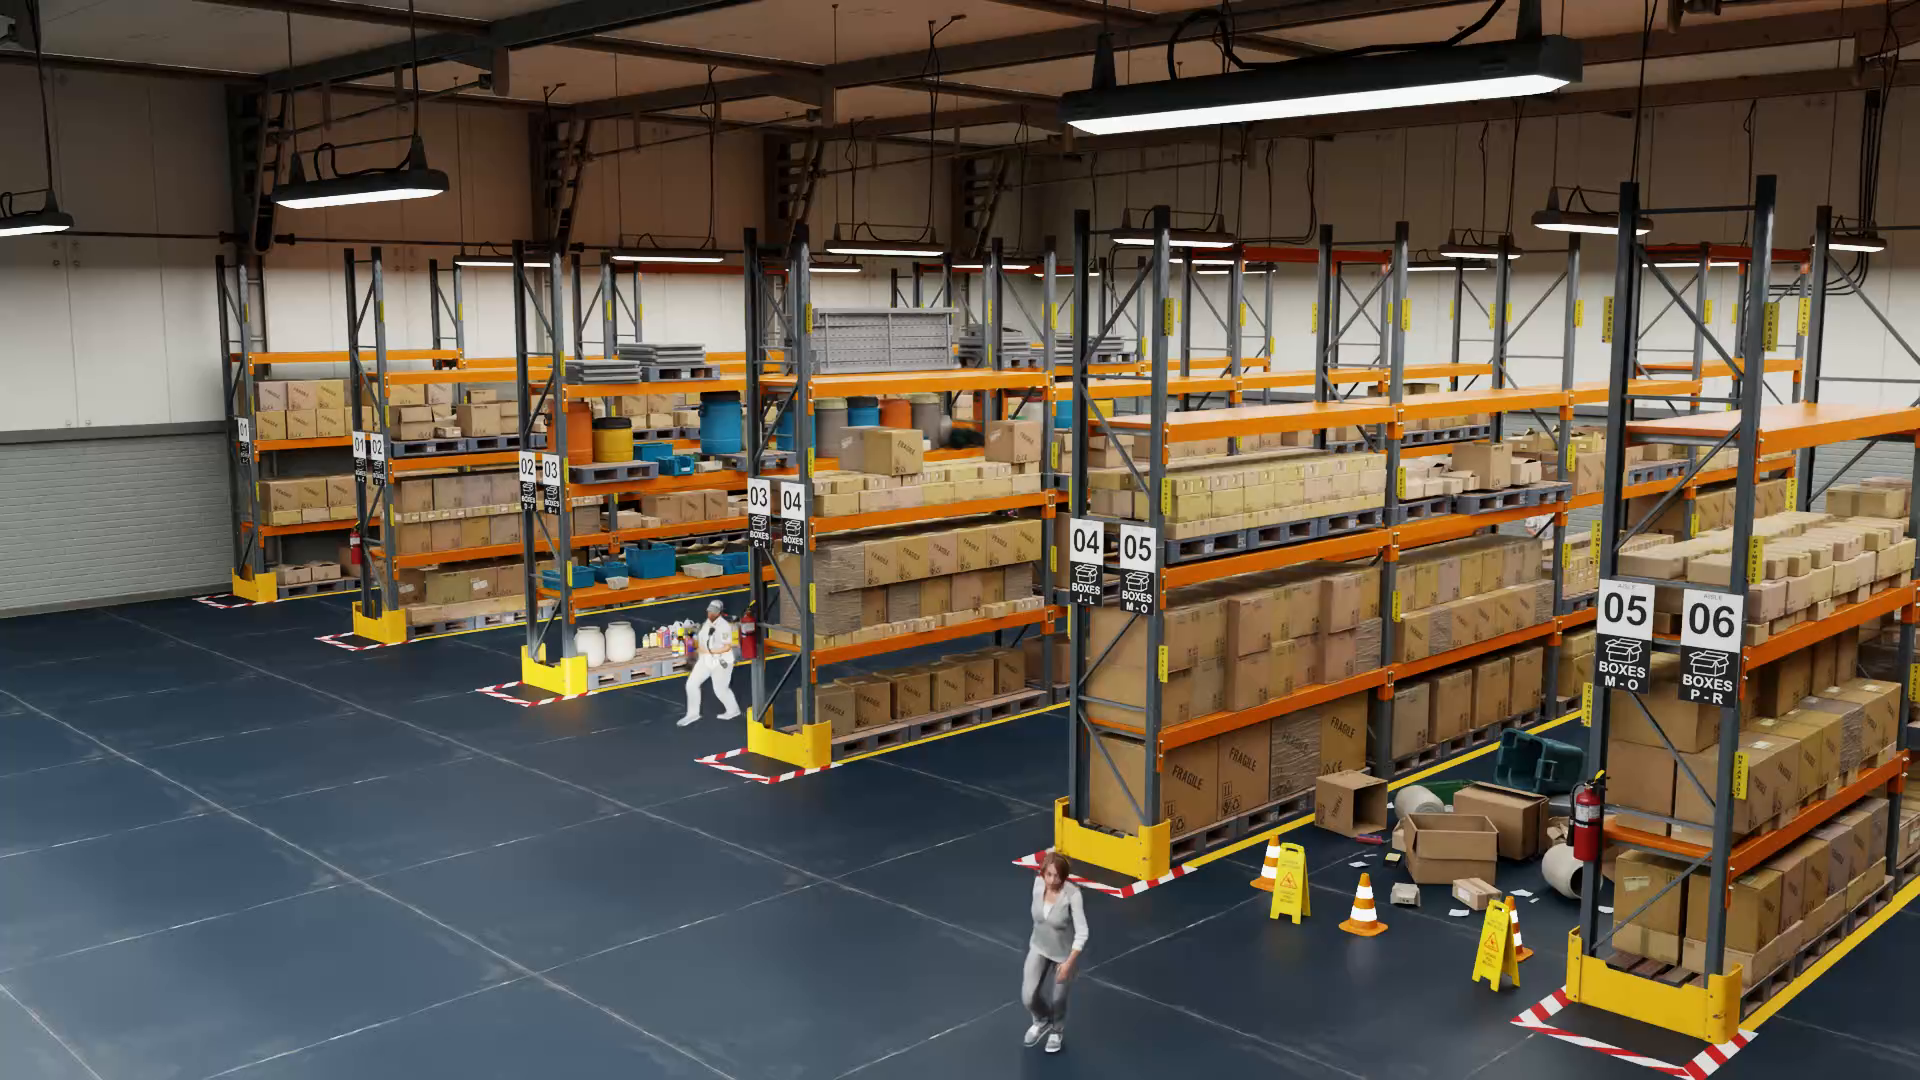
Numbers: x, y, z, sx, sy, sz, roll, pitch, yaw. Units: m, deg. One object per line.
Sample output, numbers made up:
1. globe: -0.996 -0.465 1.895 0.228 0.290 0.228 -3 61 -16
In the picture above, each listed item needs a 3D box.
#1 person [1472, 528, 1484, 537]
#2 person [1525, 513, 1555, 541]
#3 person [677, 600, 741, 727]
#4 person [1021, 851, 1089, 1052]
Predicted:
1. person: 8.451 0.558 27.116 0.761 1.542 0.518 -7 11 -42
2. person: 10.482 0.065 29.980 0.632 1.721 1.010 1 8 9
3. person: -2.966 1.497 20.354 0.745 1.619 0.796 -8 11 -44
4. person: 0.655 2.818 11.301 0.507 1.531 0.699 3 9 21
